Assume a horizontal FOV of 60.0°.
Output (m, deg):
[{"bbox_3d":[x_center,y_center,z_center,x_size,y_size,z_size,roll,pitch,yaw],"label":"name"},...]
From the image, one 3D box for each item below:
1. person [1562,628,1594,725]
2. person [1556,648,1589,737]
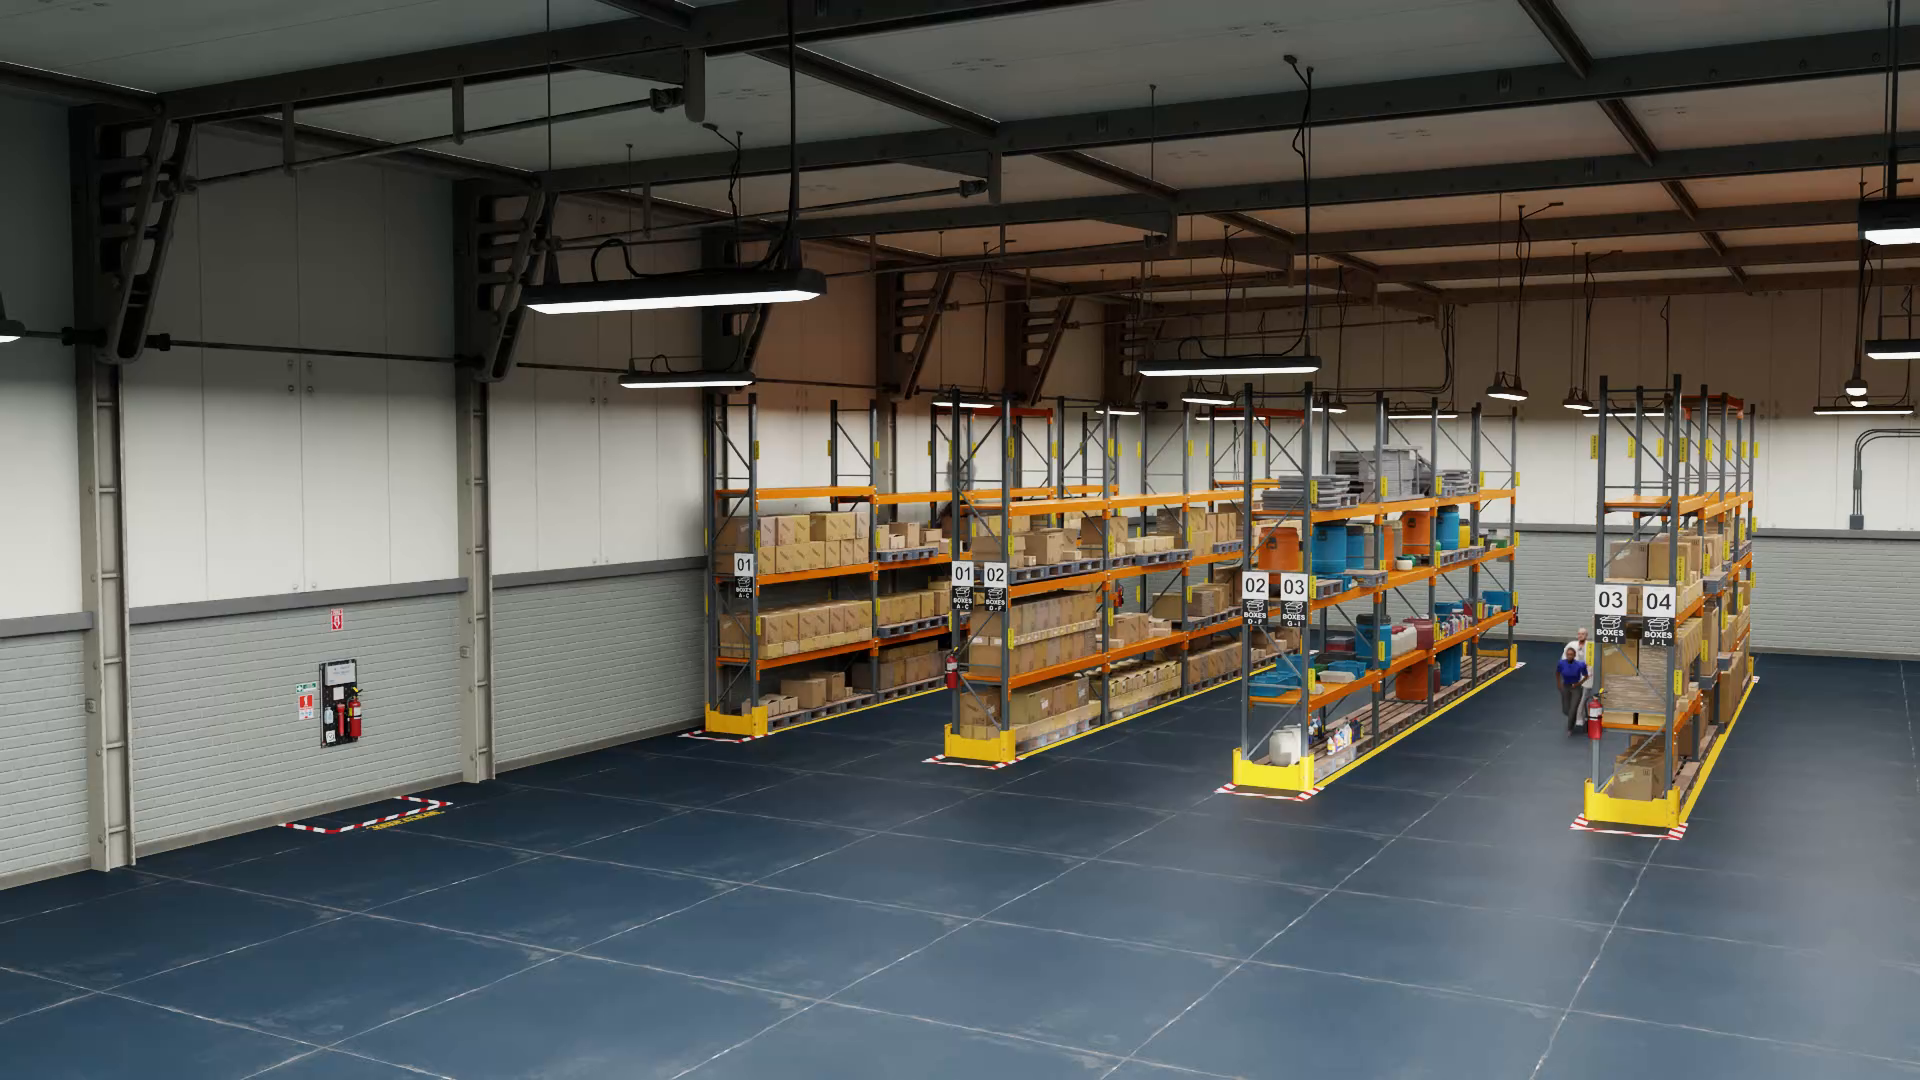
[{"bbox_3d":[11.416,2.488,30.482,0.736,1.755,0.690,2,4,29],"label":"person"},{"bbox_3d":[10.736,2.666,29.167,0.565,1.578,0.706,2,3,27],"label":"person"}]
